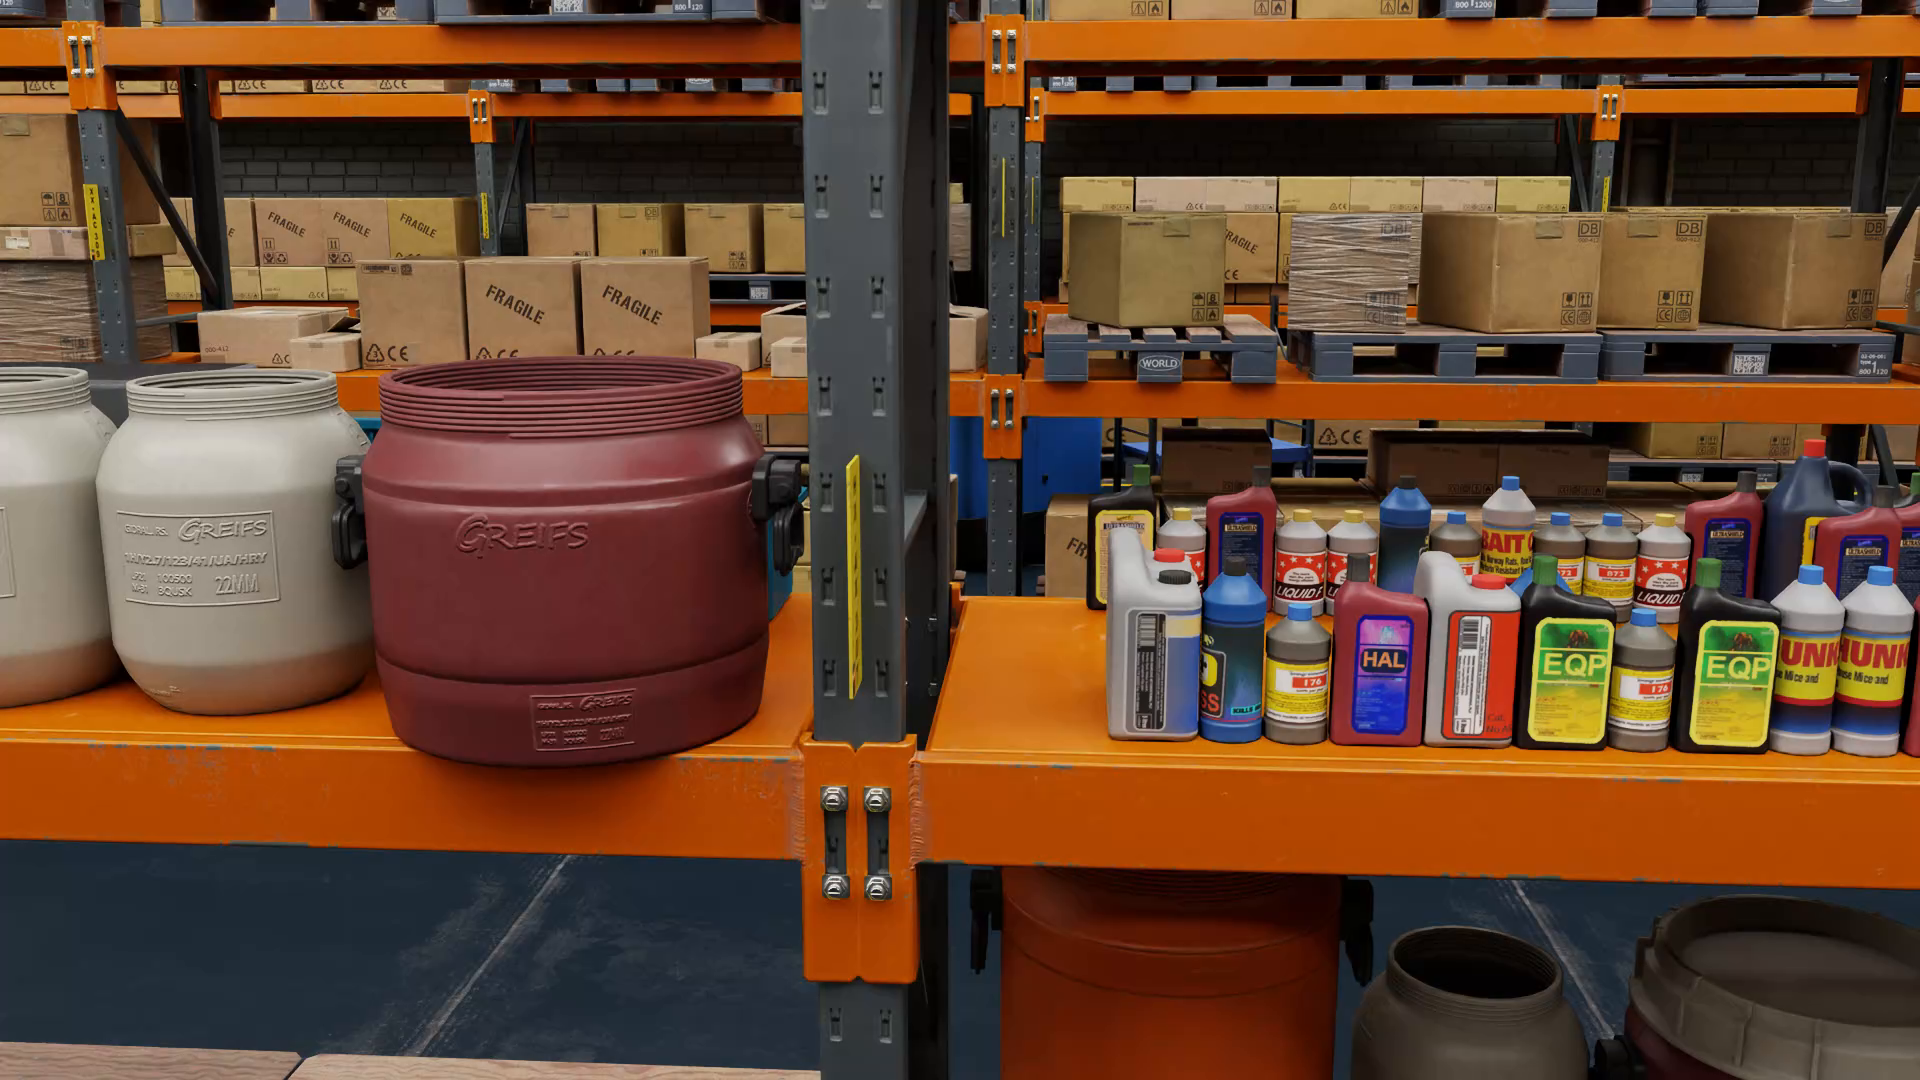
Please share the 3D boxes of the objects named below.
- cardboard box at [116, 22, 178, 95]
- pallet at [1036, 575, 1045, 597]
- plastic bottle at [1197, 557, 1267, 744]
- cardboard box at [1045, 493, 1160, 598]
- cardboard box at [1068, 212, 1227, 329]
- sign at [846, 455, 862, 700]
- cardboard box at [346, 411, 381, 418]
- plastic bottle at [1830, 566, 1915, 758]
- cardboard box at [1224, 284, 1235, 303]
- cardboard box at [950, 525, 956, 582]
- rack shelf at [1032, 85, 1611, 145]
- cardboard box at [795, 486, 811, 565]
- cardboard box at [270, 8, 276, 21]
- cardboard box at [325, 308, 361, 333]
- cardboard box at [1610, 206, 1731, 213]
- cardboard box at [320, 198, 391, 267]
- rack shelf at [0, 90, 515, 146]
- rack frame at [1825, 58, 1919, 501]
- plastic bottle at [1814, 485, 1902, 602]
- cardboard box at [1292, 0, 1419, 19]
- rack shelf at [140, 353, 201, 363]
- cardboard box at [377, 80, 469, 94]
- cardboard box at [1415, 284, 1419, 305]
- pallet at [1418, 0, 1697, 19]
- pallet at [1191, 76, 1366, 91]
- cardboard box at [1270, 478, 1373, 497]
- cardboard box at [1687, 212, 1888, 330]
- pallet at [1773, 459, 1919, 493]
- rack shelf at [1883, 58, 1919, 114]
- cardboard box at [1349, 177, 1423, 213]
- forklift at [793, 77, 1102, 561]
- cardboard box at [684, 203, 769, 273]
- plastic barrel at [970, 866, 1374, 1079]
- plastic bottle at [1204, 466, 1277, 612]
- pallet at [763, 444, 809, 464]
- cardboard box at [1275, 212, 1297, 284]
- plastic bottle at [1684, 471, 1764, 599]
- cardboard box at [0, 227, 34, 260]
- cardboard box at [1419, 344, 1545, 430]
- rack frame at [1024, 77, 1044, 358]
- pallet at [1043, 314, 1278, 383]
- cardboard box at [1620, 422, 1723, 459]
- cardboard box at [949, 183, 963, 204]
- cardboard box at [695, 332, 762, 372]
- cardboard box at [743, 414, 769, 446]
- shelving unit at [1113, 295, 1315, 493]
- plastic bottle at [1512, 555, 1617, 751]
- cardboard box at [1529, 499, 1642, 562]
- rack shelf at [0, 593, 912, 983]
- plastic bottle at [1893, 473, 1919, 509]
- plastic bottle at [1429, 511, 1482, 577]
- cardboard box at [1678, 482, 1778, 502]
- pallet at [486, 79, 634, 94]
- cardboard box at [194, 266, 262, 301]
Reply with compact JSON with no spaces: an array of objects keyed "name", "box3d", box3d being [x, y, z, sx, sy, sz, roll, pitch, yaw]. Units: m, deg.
[{"name":"cardboard box","box3d":[-6.068,-3.565,12.367,0.500,0.500,0.500,1,12,6]},{"name":"pallet","box3d":[0.961,0.389,7.891,1.213,0.211,1.003,1,12,4]},{"name":"plastic bottle","box3d":[0.408,0.161,2.489,0.097,0.271,0.097,0,12,0]},{"name":"cardboard box","box3d":[0.654,0.079,7.593,0.500,0.500,0.500,1,12,6]},{"name":"cardboard box","box3d":[0.854,-1.262,7.707,0.500,0.500,0.700,-3,12,-15]},{"name":"sign","box3d":[-0.146,0.051,2.299,0.005,0.325,0.100,1,12,4]},{"name":"cardboard box","box3d":[-4.483,-1.058,13.031,0.500,0.500,0.500,0,12,-1]},{"name":"plastic bottle","box3d":[1.330,0.173,2.428,0.097,0.271,0.097,0,12,0]},{"name":"cardboard box","box3d":[1.888,-1.834,12.276,0.250,0.149,0.380,1,12,5]},{"name":"cardboard box","box3d":[-0.284,0.080,8.251,0.500,0.250,0.500,1,12,4]},{"name":"rack shelf","box3d":[2.541,-3.094,12.165,4.000,0.370,1.077,1,12,4]},{"name":"cardboard box","box3d":[-0.840,-0.090,7.694,0.500,0.311,0.500,1,12,3]},{"name":"cardboard box","box3d":[-5.033,-4.038,12.187,0.500,0.500,0.500,0,12,2]},{"name":"cardboard box","box3d":[-2.883,-1.008,8.088,0.258,0.266,0.396,0,12,2]},{"name":"cardboard box","box3d":[5.077,-2.087,12.185,0.700,0.700,0.980,1,12,5]},{"name":"cardboard box","box3d":[-4.436,-2.313,12.483,0.500,0.500,0.500,1,12,3]},{"name":"rack shelf","box3d":[-5.441,-3.204,12.688,4.000,0.370,1.077,1,12,4]},{"name":"rack frame","box3d":[4.210,-0.939,7.429,0.127,3.000,1.000,1,12,4]},{"name":"plastic bottle","box3d":[1.631,0.042,3.028,0.133,0.283,0.061,1,12,4]},{"name":"cardboard box","box3d":[1.684,-2.497,7.311,0.500,0.500,0.910,1,12,4]},{"name":"rack shelf","box3d":[-5.768,-0.723,8.157,4.000,0.370,1.077,1,12,4]},{"name":"cardboard box","box3d":[-3.968,-3.544,12.263,0.500,0.500,0.500,1,12,5]},{"name":"cardboard box","box3d":[3.404,-1.787,12.051,0.250,0.149,0.380,1,12,4]},{"name":"pallet","box3d":[2.529,-2.352,7.318,1.003,0.211,1.213,1,12,4]},{"name":"pallet","box3d":[2.308,-3.369,12.181,1.213,0.211,1.003,1,12,6]},{"name":"cardboard box","box3d":[1.684,-0.013,8.036,0.500,0.500,0.500,0,12,2]},{"name":"cardboard box","box3d":[3.752,-1.245,7.626,0.500,0.500,0.700,-3,12,-15]},{"name":"pallet","box3d":[6.511,-0.543,12.350,1.213,0.211,1.003,1,12,4]},{"name":"rack shelf","box3d":[6.205,-2.027,7.065,4.000,0.370,1.077,1,12,4]},{"name":"cardboard box","box3d":[3.035,-2.492,12.005,0.500,0.250,0.500,1,12,5]},{"name":"forklift","box3d":[-0.360,-1.555,10.544,1.130,2.935,3.031,-7,14,-31]},{"name":"cardboard box","box3d":[-1.724,-2.299,12.613,0.500,0.500,0.700,2,12,12]},{"name":"plastic barrel","box3d":[0.373,0.878,3.018,0.708,0.830,0.600,1,12,4]},{"name":"plastic bottle","box3d":[0.546,-0.003,3.241,0.133,0.283,0.061,1,12,4]},{"name":"pallet","box3d":[-1.448,-0.669,12.950,1.213,0.211,1.003,1,12,4]},{"name":"cardboard box","box3d":[2.550,-2.129,12.101,0.500,0.500,0.500,1,12,5]},{"name":"plastic bottle","box3d":[1.456,0.010,3.181,0.133,0.283,0.061,1,12,4]},{"name":"cardboard box","box3d":[-4.305,-1.378,7.703,0.250,0.149,0.380,1,12,3]},{"name":"cardboard box","box3d":[3.880,-1.086,12.360,0.750,0.750,0.750,1,12,4]},{"name":"rack frame","box3d":[0.546,-2.005,12.529,0.127,3.000,1.000,1,12,4]},{"name":"pallet","box3d":[0.900,-0.905,7.735,1.003,0.211,1.213,1,12,4]},{"name":"cardboard box","box3d":[5.276,-0.902,12.332,0.500,0.500,0.700,1,12,4]},{"name":"cardboard box","box3d":[-0.122,-2.587,12.407,0.250,0.149,0.380,-1,12,-6]},{"name":"cardboard box","box3d":[-1.058,-0.876,7.745,0.250,0.149,0.380,2,12,8]},{"name":"cardboard box","box3d":[-1.684,-1.033,12.912,0.500,0.500,0.700,1,12,4]},{"name":"shelving unit","box3d":[1.486,-0.654,9.731,1.048,1.500,0.538,-4,13,-19]},{"name":"plastic bottle","box3d":[0.886,0.165,2.438,0.133,0.283,0.061,1,12,4]},{"name":"cardboard box","box3d":[2.705,0.106,7.466,0.500,0.500,0.500,1,12,4]},{"name":"rack shelf","box3d":[-2.112,0.343,3.058,4.000,0.370,1.077,1,12,4]},{"name":"plastic bottle","box3d":[1.774,0.014,3.160,0.133,0.283,0.061,1,12,4]},{"name":"plastic bottle","box3d":[0.951,0.047,3.205,0.097,0.201,0.097,0,12,0]},{"name":"cardboard box","box3d":[3.743,0.013,7.910,0.500,0.500,0.500,0,12,1]},{"name":"pallet","box3d":[-2.836,-3.406,12.359,1.003,0.211,1.213,1,12,4]},{"name":"cardboard box","box3d":[-5.439,-1.960,12.629,0.500,0.250,0.500,1,12,4]}]
